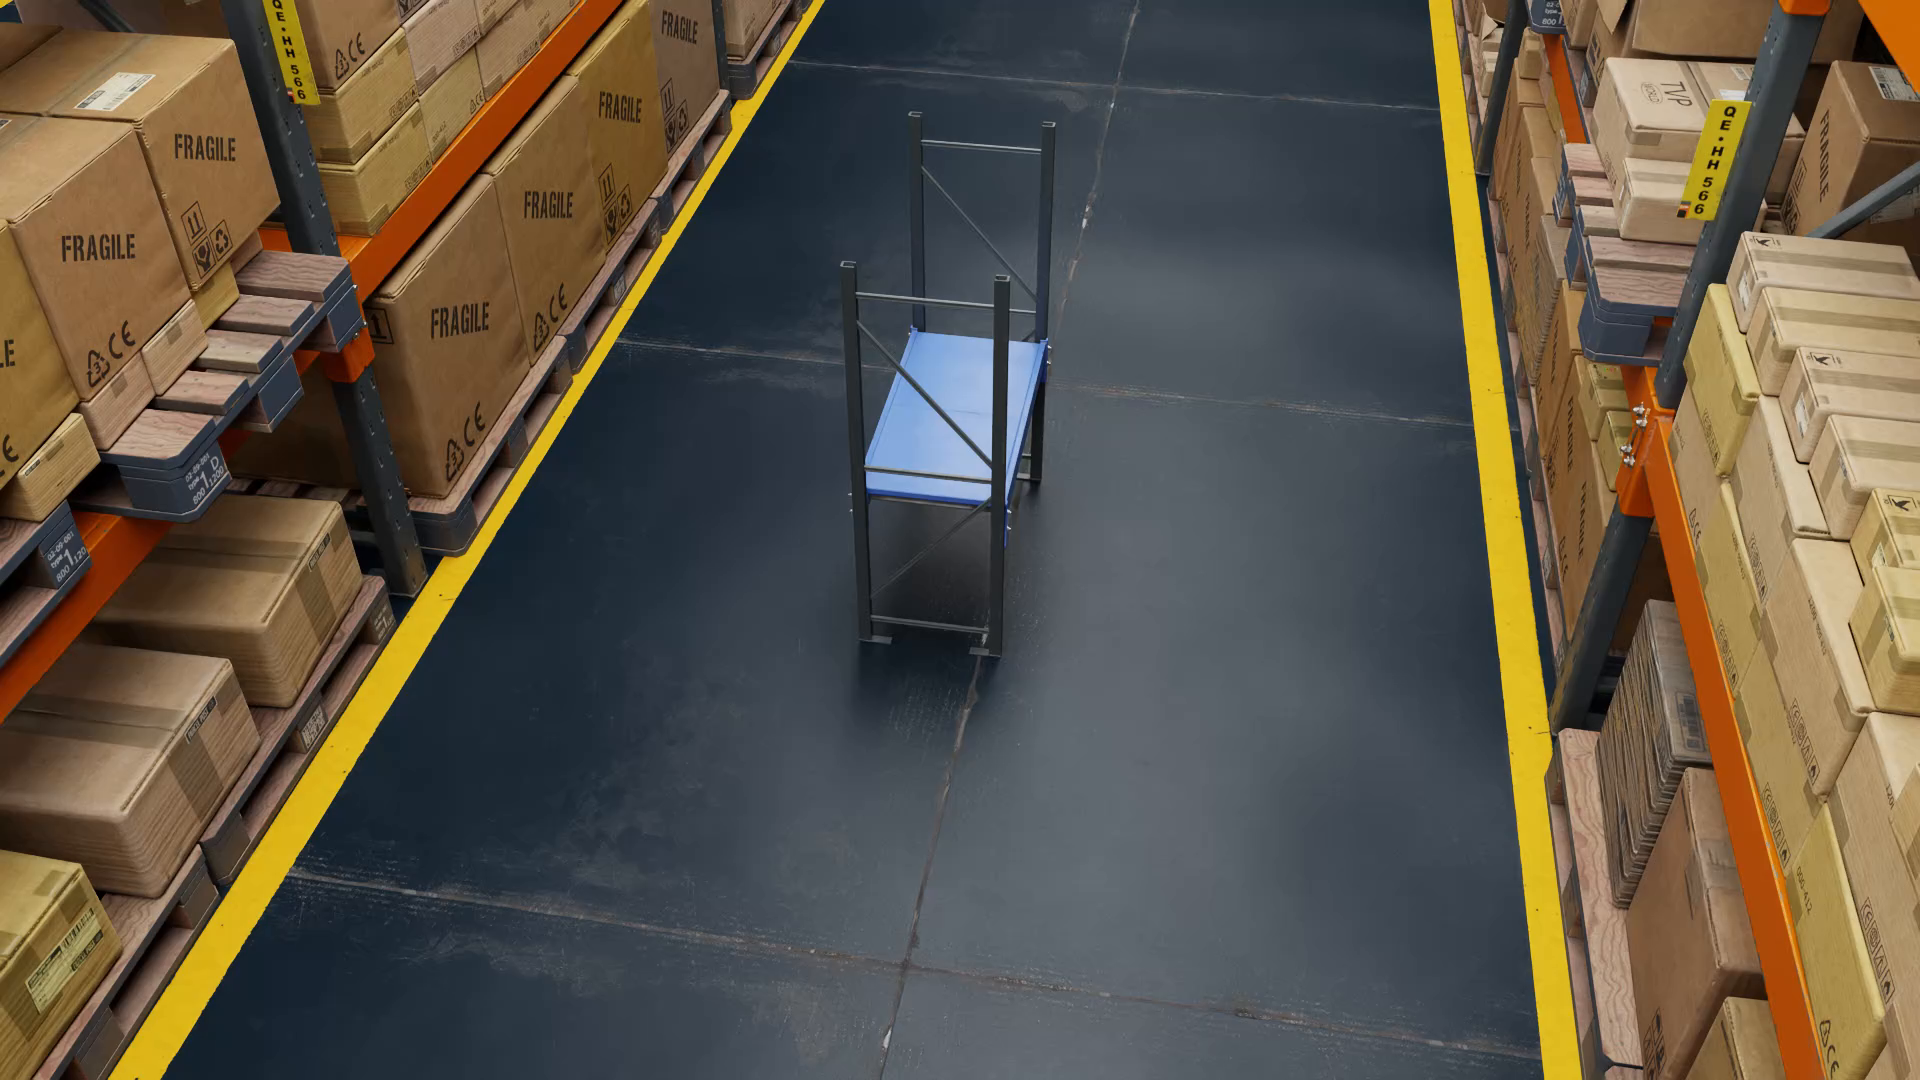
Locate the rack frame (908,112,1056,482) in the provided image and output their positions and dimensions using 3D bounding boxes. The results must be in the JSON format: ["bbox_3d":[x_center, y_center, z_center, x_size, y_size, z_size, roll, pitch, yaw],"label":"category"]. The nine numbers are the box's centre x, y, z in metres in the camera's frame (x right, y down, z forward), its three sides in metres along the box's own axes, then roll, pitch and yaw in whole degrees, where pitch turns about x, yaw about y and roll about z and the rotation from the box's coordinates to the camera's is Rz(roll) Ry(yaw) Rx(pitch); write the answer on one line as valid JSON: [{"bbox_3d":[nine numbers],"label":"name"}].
[{"bbox_3d":[0.073,-0.844,6.093,0.500,1.500,0.032,6,40,8],"label":"rack frame"}]

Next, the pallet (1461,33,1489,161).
[{"bbox_3d":[3.257,-2.355,8.933,1.003,0.211,1.213,6,40,8],"label":"pallet"}]

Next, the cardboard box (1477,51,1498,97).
[{"bbox_3d":[2.944,-2.444,8.760,0.380,0.149,0.250,5,40,6],"label":"cardboard box"}]

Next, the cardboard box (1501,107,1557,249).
[{"bbox_3d":[2.749,-1.583,7.443,0.500,0.500,0.500,6,40,7],"label":"cardboard box"}]

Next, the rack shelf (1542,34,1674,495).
[{"bbox_3d":[2.791,-1.466,6.234,1.077,0.370,4.000,6,40,8],"label":"rack shelf"}]

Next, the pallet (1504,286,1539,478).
[{"bbox_3d":[2.825,-0.642,6.860,1.003,0.211,1.213,6,40,8],"label":"pallet"}]

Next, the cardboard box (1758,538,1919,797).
[{"bbox_3d":[1.932,0.269,3.296,0.500,0.250,0.500,5,40,7],"label":"cardboard box"}]

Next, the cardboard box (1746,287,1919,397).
[{"bbox_3d":[2.055,-0.442,3.843,0.380,0.149,0.250,7,40,9],"label":"cardboard box"}]

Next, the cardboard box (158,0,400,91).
[{"bbox_3d":[-2.118,-1.740,5.137,0.500,0.500,0.500,5,40,6],"label":"cardboard box"}]

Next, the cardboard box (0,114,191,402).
[{"bbox_3d":[-2.328,-0.707,4.110,0.500,0.500,0.500,6,40,7],"label":"cardboard box"}]

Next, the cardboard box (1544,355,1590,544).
[{"bbox_3d":[2.403,-0.289,5.878,0.500,0.500,0.500,6,40,7],"label":"cardboard box"}]

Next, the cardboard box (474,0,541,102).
[{"bbox_3d":[-1.944,-1.908,6.321,0.500,0.250,0.500,8,40,9],"label":"cardboard box"}]

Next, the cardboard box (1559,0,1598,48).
[{"bbox_3d":[2.608,-2.103,6.031,0.700,0.500,0.500,6,40,7],"label":"cardboard box"}]

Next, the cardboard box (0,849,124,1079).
[{"bbox_3d":[-2.809,1.110,4.286,0.950,0.372,0.625,8,40,9],"label":"cardboard box"}]

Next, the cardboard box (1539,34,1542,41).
[{"bbox_3d":[2.873,-2.360,7.639,0.380,0.149,0.250,6,40,7],"label":"cardboard box"}]

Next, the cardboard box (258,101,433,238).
[{"bbox_3d":[-2.112,-1.255,5.532,0.500,0.250,0.500,6,40,7],"label":"cardboard box"}]

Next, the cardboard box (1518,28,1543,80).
[{"bbox_3d":[2.813,-2.252,7.742,0.380,0.149,0.250,8,40,10],"label":"cardboard box"}]

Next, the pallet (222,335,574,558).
[{"bbox_3d":[-2.234,-0.445,6.623,1.003,0.211,1.213,6,40,8],"label":"pallet"}]

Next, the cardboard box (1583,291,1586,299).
[{"bbox_3d":[2.520,-0.927,6.141,0.380,0.149,0.250,6,40,7],"label":"cardboard box"}]

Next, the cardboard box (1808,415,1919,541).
[{"bbox_3d":[2.003,-0.112,3.444,0.380,0.149,0.250,7,40,8],"label":"cardboard box"}]

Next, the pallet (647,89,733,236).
[{"bbox_3d":[-1.811,-1.977,8.475,1.003,0.211,1.213,6,40,8],"label":"pallet"}]

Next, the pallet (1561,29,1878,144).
[{"bbox_3d":[2.777,-1.636,6.025,1.003,0.211,1.213,6,40,8],"label":"pallet"}]

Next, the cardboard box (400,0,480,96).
[{"bbox_3d":[-2.023,-1.783,5.778,0.500,0.250,0.500,7,40,9],"label":"cardboard box"}]

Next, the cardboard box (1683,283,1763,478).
[{"bbox_3d":[2.103,-0.375,4.074,0.500,0.250,0.500,6,40,8],"label":"cardboard box"}]

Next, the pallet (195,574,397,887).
[{"bbox_3d":[-2.581,0.531,5.442,1.003,0.211,1.213,6,40,8],"label":"pallet"}]

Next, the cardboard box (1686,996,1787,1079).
[{"bbox_3d":[2.102,1.488,3.630,0.875,0.625,0.625,5,40,6],"label":"cardboard box"}]

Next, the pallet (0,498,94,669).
[{"bbox_3d":[-2.747,0.287,3.699,1.003,0.211,1.213,6,40,8],"label":"pallet"}]

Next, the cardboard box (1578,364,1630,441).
[{"bbox_3d":[2.298,-0.450,5.563,0.380,0.149,0.250,4,40,5],"label":"cardboard box"}]

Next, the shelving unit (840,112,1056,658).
[{"bbox_3d":[-0.015,-0.524,5.707,0.538,1.500,1.048,6,40,8],"label":"shelving unit"}]

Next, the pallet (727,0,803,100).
[{"bbox_3d":[-1.544,-2.938,9.638,1.003,0.211,1.213,6,40,8],"label":"pallet"}]

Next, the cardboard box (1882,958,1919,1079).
[{"bbox_3d":[1.762,0.907,2.525,0.500,0.250,0.500,7,40,9],"label":"cardboard box"}]

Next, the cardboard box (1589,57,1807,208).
[{"bbox_3d":[2.309,-1.290,5.245,0.500,0.250,0.500,5,40,6],"label":"cardboard box"}]

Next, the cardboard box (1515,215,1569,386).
[{"bbox_3d":[2.563,-0.946,6.672,0.500,0.500,0.500,5,40,6],"label":"cardboard box"}]

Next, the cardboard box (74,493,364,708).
[{"bbox_3d":[-2.552,0.171,5.422,0.950,0.372,0.625,4,40,5],"label":"cardboard box"}]

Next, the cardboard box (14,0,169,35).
[{"bbox_3d":[-2.613,-1.811,5.223,0.500,0.500,0.500,5,40,6],"label":"cardboard box"}]

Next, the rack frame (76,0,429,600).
[{"bbox_3d":[-2.444,-1.034,5.146,1.000,3.000,0.127,6,40,8],"label":"rack frame"}]

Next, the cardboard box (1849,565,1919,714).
[{"bbox_3d":[1.887,0.202,3.065,0.380,0.149,0.250,7,40,9],"label":"cardboard box"}]

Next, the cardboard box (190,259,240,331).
[{"bbox_3d":[-2.244,-0.691,4.599,0.380,0.149,0.250,7,40,8],"label":"cardboard box"}]

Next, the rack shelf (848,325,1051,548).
[{"bbox_3d":[-0.015,-0.386,5.822,0.538,0.185,1.000,6,40,8],"label":"rack shelf"}]

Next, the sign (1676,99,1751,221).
[{"bbox_3d":[1.909,-0.958,4.208,0.100,0.325,0.005,6,40,8],"label":"sign"}]

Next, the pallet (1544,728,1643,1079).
[{"bbox_3d":[2.264,1.099,4.756,1.003,0.211,1.213,6,40,8],"label":"pallet"}]

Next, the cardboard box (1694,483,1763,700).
[{"bbox_3d":[2.036,0.136,3.849,0.500,0.250,0.500,6,40,7],"label":"cardboard box"}]

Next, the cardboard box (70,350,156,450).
[{"bbox_3d":[-2.295,-0.370,4.212,0.380,0.149,0.250,5,40,6],"label":"cardboard box"}]

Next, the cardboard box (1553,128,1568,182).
[{"bbox_3d":[2.694,-1.581,6.931,0.380,0.149,0.250,6,40,8],"label":"cardboard box"}]

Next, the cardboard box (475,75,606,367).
[{"bbox_3d":[-2.085,-1.360,6.879,0.875,0.875,0.875,7,40,8],"label":"cardboard box"}]

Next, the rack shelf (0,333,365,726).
[{"bbox_3d":[-2.790,0.499,3.857,1.077,0.370,4.000,6,40,8],"label":"rack shelf"}]

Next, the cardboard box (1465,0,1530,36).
[{"bbox_3d":[3.264,-3.151,9.339,0.700,0.500,0.500,5,40,6],"label":"cardboard box"}]

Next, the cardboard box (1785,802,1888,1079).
[{"bbox_3d":[1.862,0.785,3.064,0.500,0.250,0.500,8,40,9],"label":"cardboard box"}]

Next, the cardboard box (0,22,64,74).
[{"bbox_3d":[-2.750,-1.092,4.575,0.500,0.500,0.500,5,40,6],"label":"cardboard box"}]

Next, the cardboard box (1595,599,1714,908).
[{"bbox_3d":[2.324,0.655,4.638,0.875,0.625,0.625,8,40,9],"label":"cardboard box"}]

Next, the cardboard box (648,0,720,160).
[{"bbox_3d":[-1.781,-2.489,8.244,0.875,0.875,0.875,8,40,9],"label":"cardboard box"}]

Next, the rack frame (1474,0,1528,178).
[{"bbox_3d":[3.137,-2.999,7.523,1.000,3.000,0.127,6,40,8],"label":"rack frame"}]

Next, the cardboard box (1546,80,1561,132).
[{"bbox_3d":[2.808,-1.907,7.325,0.380,0.149,0.250,4,40,5],"label":"cardboard box"}]

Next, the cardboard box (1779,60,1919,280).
[{"bbox_3d":[2.688,-0.995,4.691,0.500,0.500,0.500,8,40,10],"label":"cardboard box"}]
